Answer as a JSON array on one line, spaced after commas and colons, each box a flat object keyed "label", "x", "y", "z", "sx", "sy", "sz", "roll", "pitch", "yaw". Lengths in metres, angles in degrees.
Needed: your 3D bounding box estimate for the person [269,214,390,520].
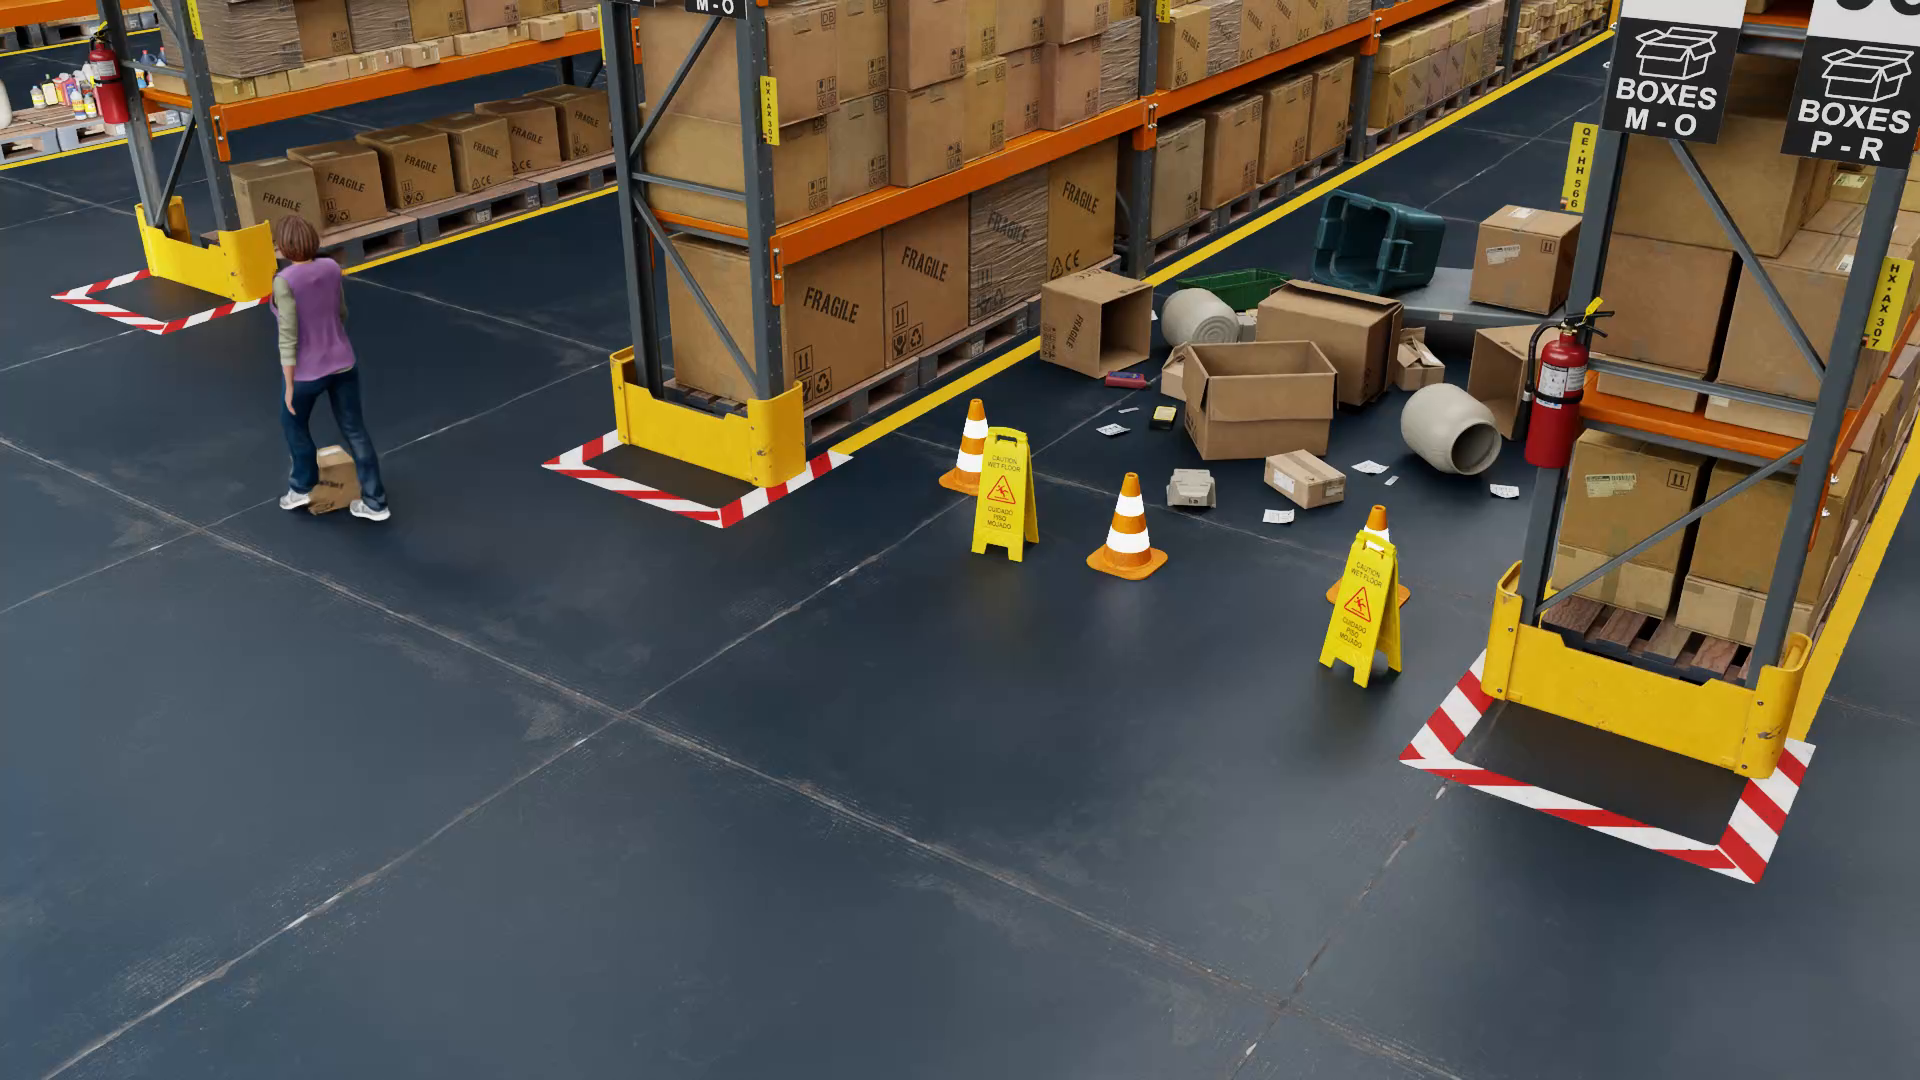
[{"label": "person", "x": -3.223, "y": -0.794, "z": 8.260, "sx": 0.703, "sy": 1.511, "sz": 0.498, "roll": 19, "pitch": 33, "yaw": 32}]
